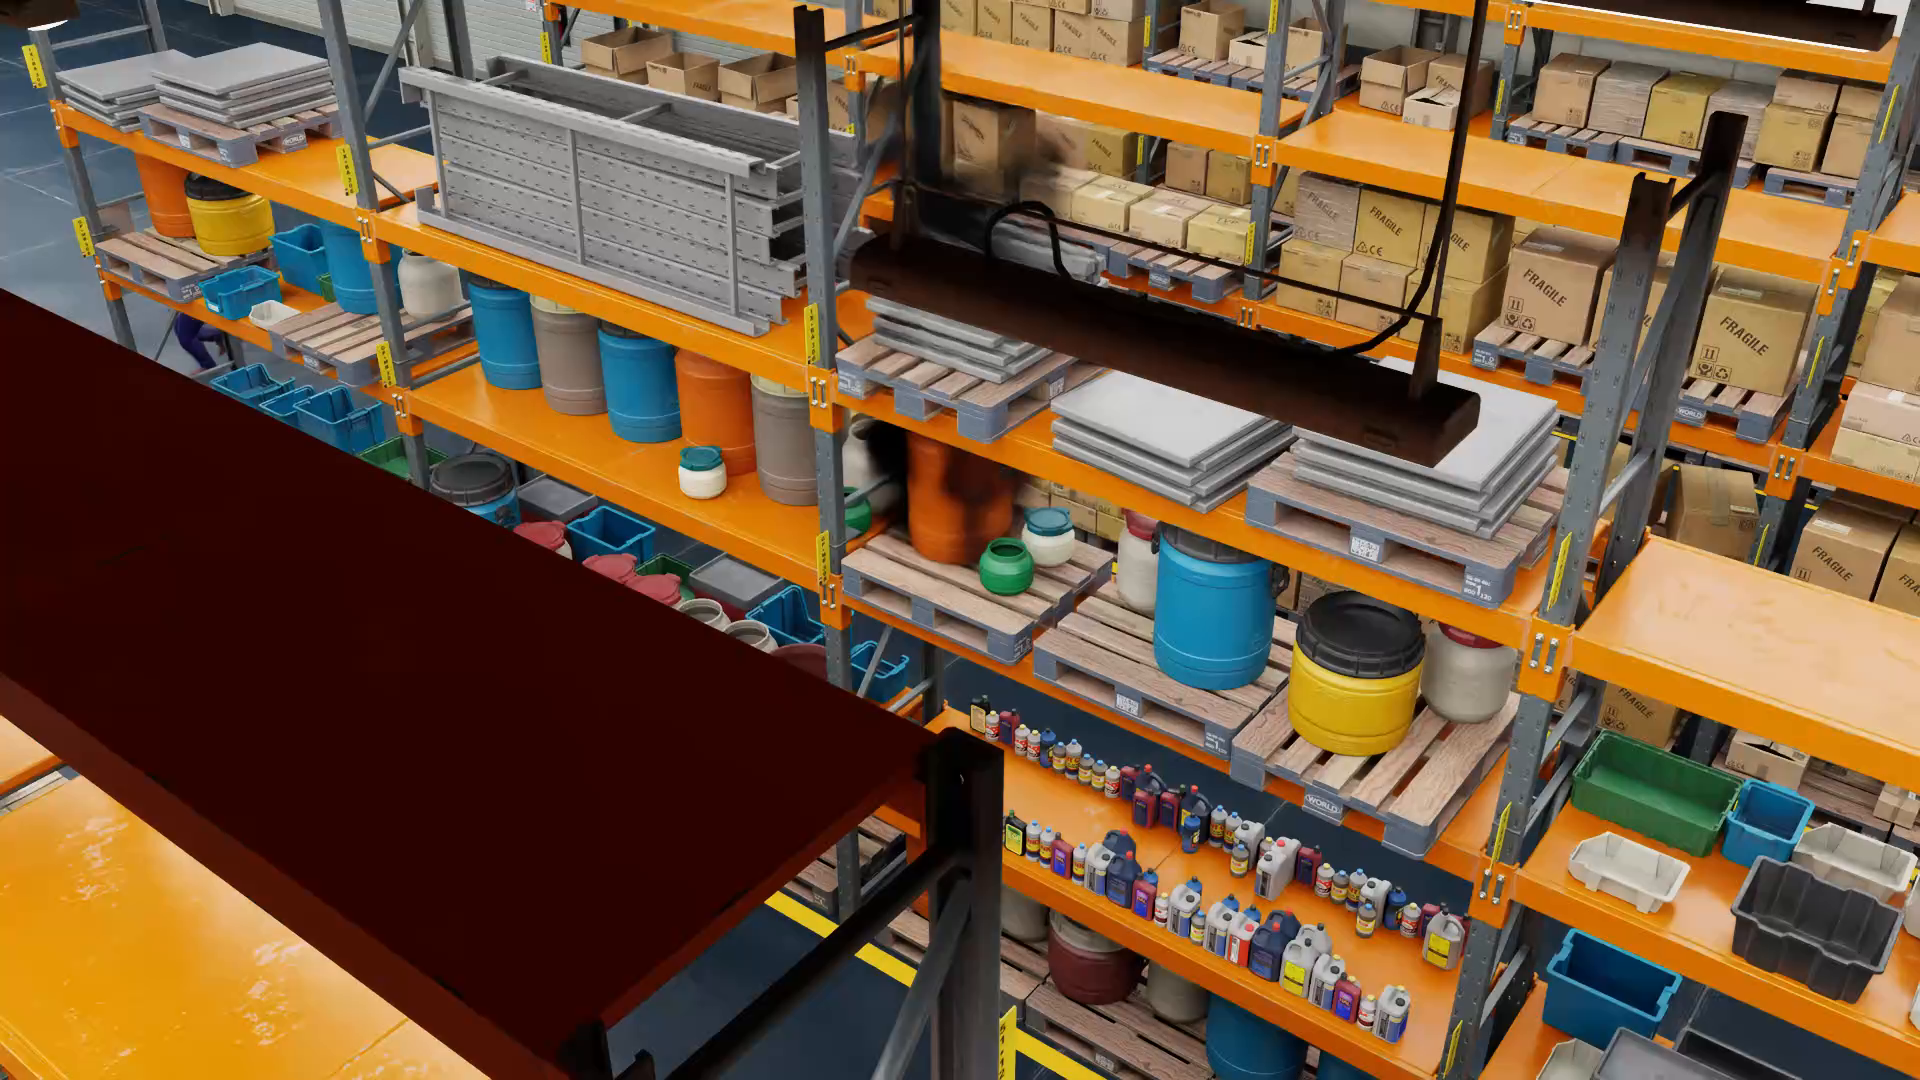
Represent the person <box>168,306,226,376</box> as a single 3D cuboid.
[{"bbox_3d":[-8.236,-2.533,17.918,0.552,1.605,0.617,-14,34,-21],"label":"person"}]
